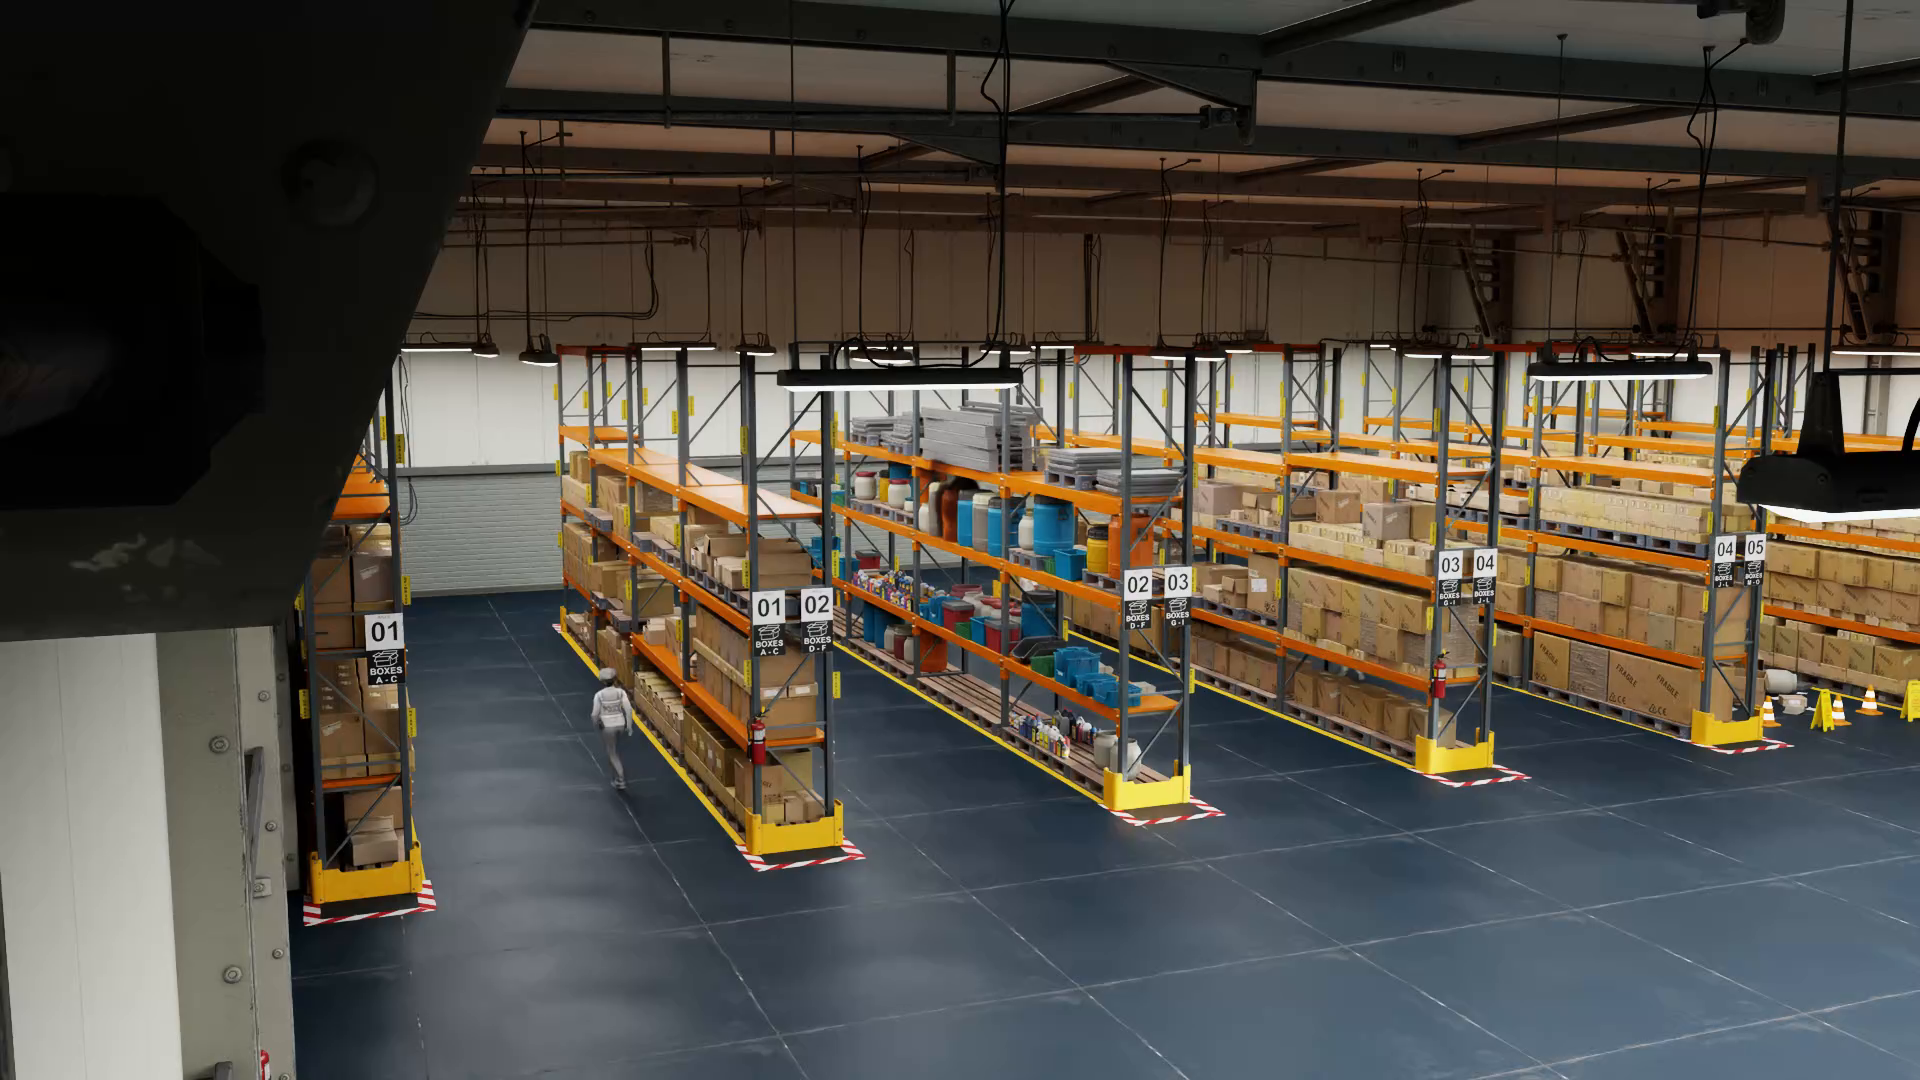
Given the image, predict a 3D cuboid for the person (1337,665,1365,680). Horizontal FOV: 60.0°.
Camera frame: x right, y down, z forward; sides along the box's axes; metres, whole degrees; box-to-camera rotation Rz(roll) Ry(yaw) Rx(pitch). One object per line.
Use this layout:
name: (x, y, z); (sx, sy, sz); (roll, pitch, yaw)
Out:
person: (7.135, 1.695, 30.195); (0.525, 1.698, 0.430); (4, 9, 31)

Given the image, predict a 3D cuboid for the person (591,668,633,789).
person: (-4.861, 2.628, 22.995); (0.616, 1.733, 0.469); (5, 9, 34)

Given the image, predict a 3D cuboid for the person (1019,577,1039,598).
person: (1.374, 1.197, 33.492); (0.387, 1.775, 0.655); (-3, 8, -22)
